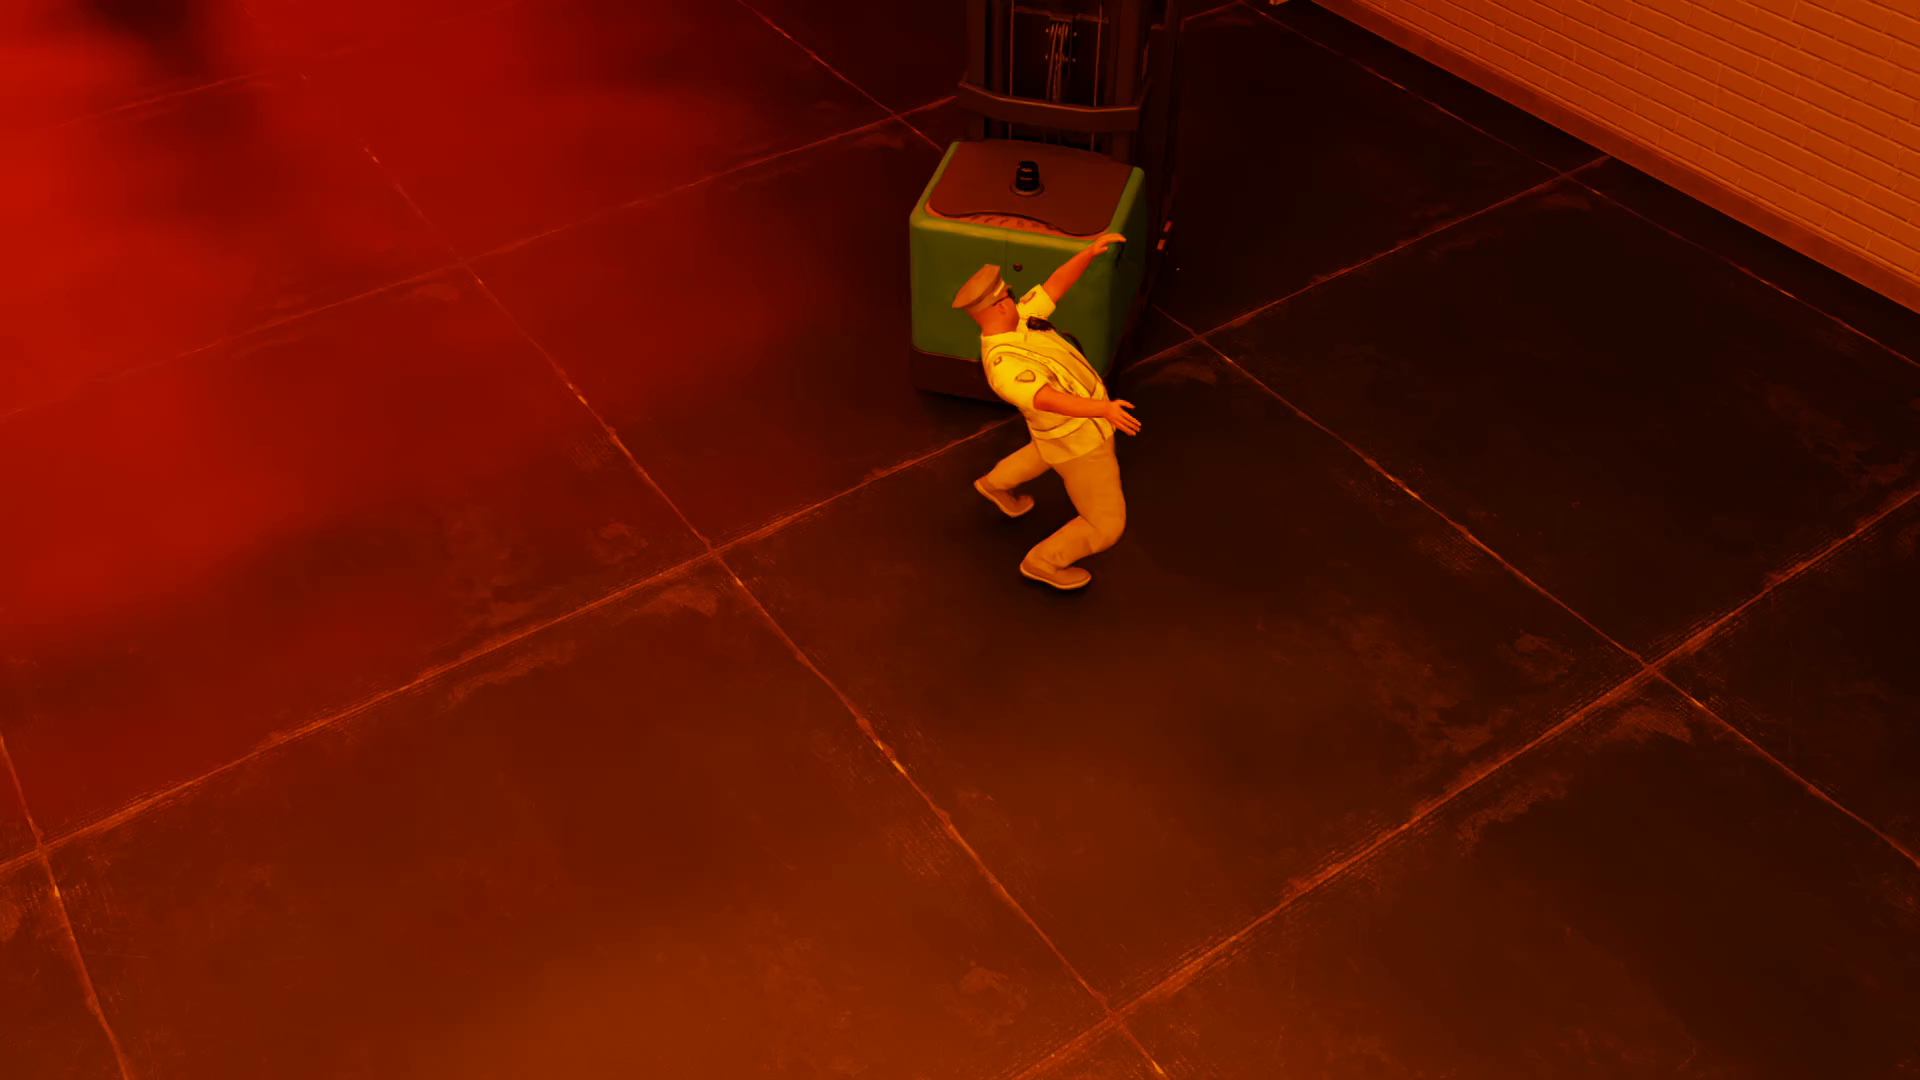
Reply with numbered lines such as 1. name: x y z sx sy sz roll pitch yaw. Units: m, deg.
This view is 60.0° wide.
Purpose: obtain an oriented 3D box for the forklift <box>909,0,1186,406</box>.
1. forklift: 0.632 -2.711 8.657 1.130 2.935 3.031 11 44 12

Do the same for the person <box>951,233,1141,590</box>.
1. person: 0.391 -0.419 7.143 0.737 1.594 1.071 -8 43 -9
